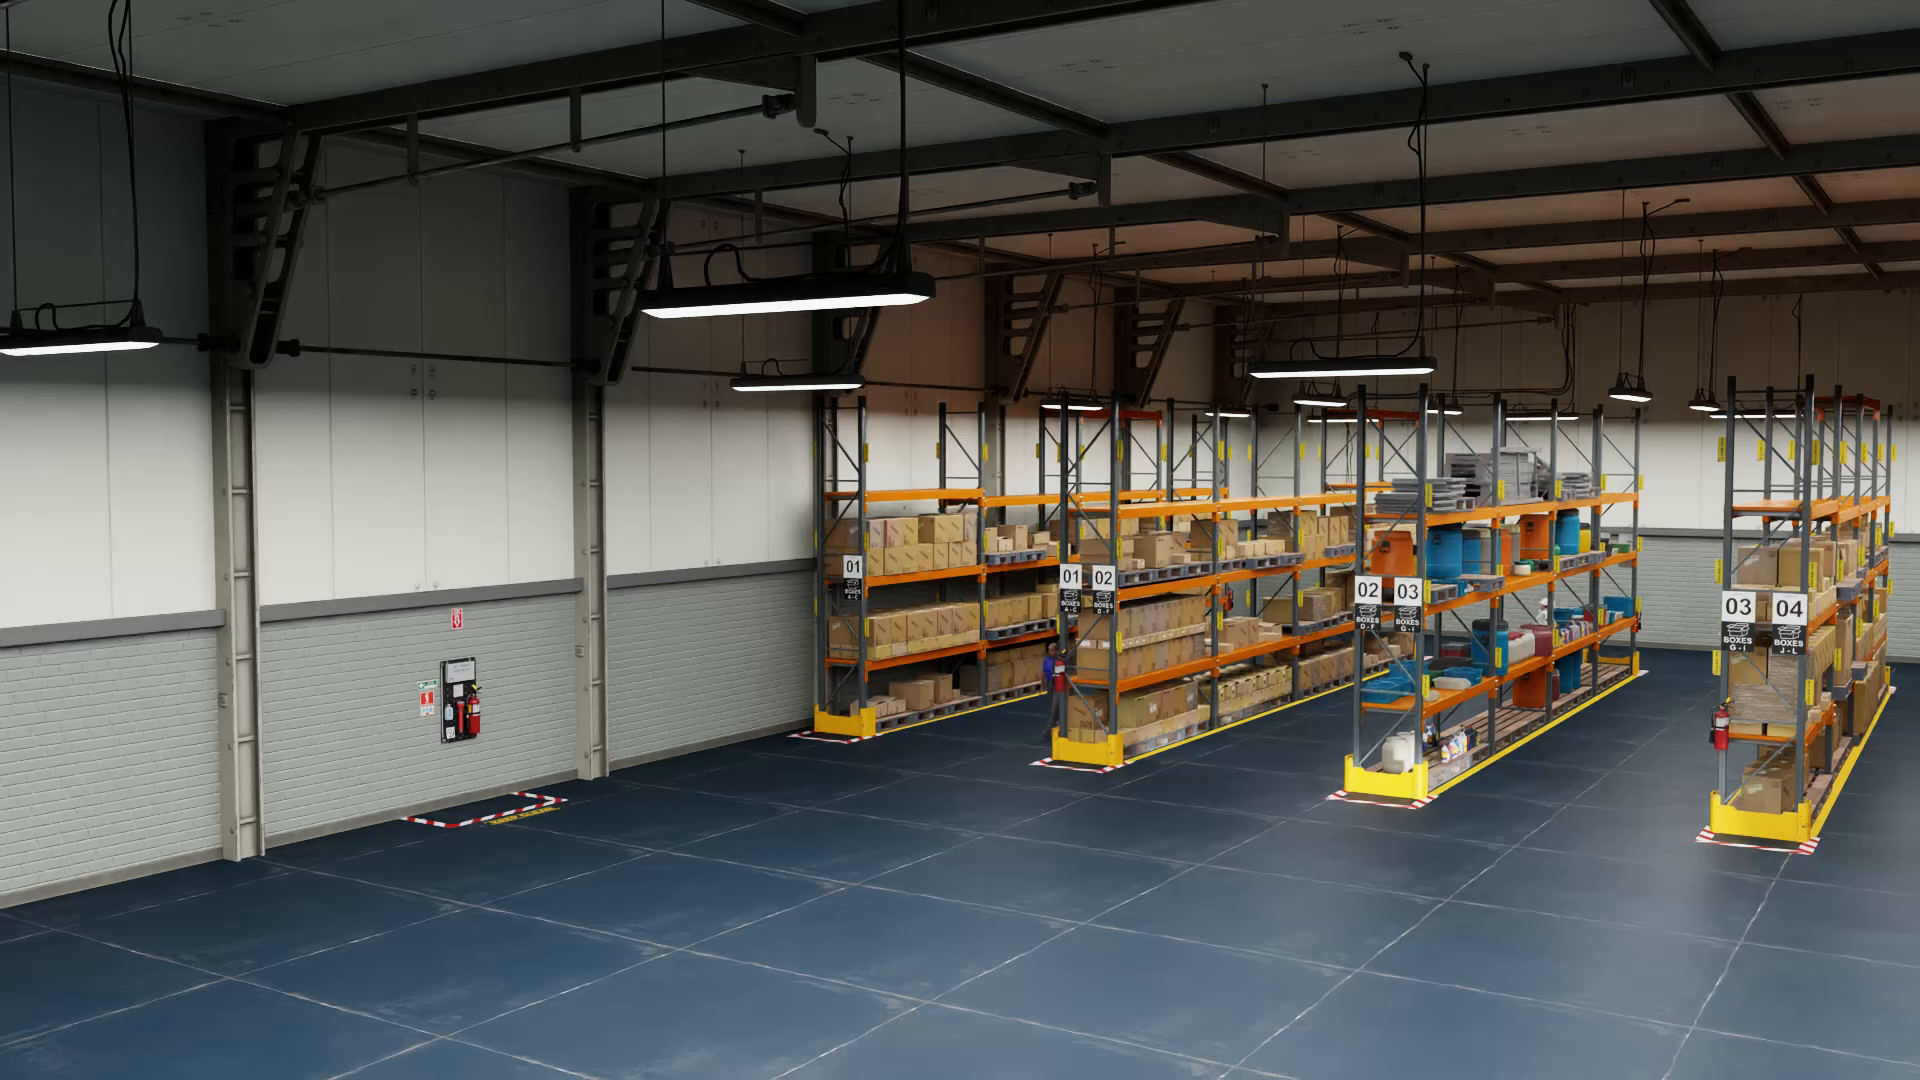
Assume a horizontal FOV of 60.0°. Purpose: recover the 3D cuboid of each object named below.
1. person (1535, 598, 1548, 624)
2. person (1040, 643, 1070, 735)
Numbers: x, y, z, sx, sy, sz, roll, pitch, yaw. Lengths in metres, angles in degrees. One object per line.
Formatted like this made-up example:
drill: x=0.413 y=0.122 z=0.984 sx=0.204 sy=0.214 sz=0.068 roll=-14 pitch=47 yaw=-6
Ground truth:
person: x=13.016 y=2.187 z=37.019 sx=0.570 sy=1.805 sz=0.599 roll=-2 pitch=4 yaw=-31
person: x=1.635 y=2.627 z=29.452 sx=0.466 sy=1.610 sz=0.978 roll=3 pitch=4 yaw=41
